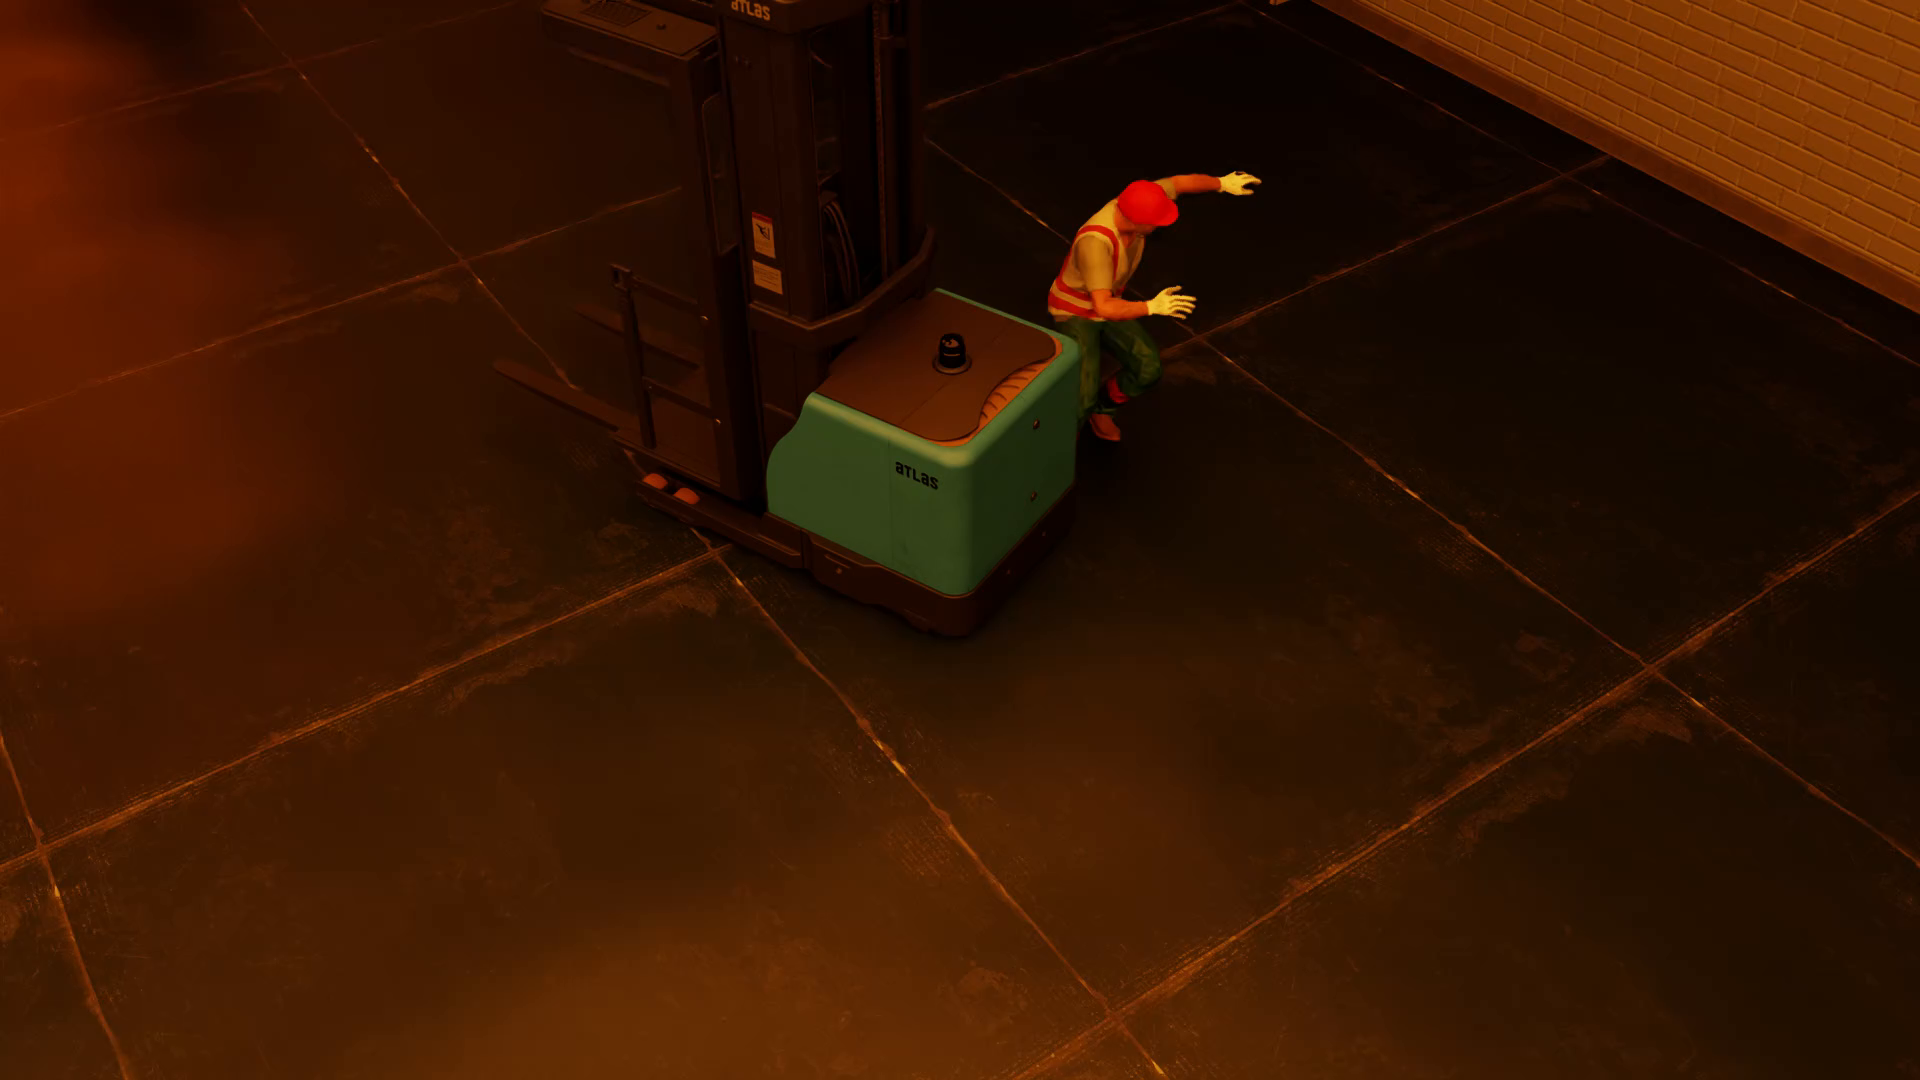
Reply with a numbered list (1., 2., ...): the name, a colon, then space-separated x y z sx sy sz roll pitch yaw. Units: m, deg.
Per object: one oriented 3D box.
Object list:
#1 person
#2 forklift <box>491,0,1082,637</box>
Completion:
1. person: 0.826 -1.082 7.958 0.810 1.472 1.613 29 50 28
2. forklift: -0.964 -1.435 7.272 3.031 2.935 1.130 24 48 24
